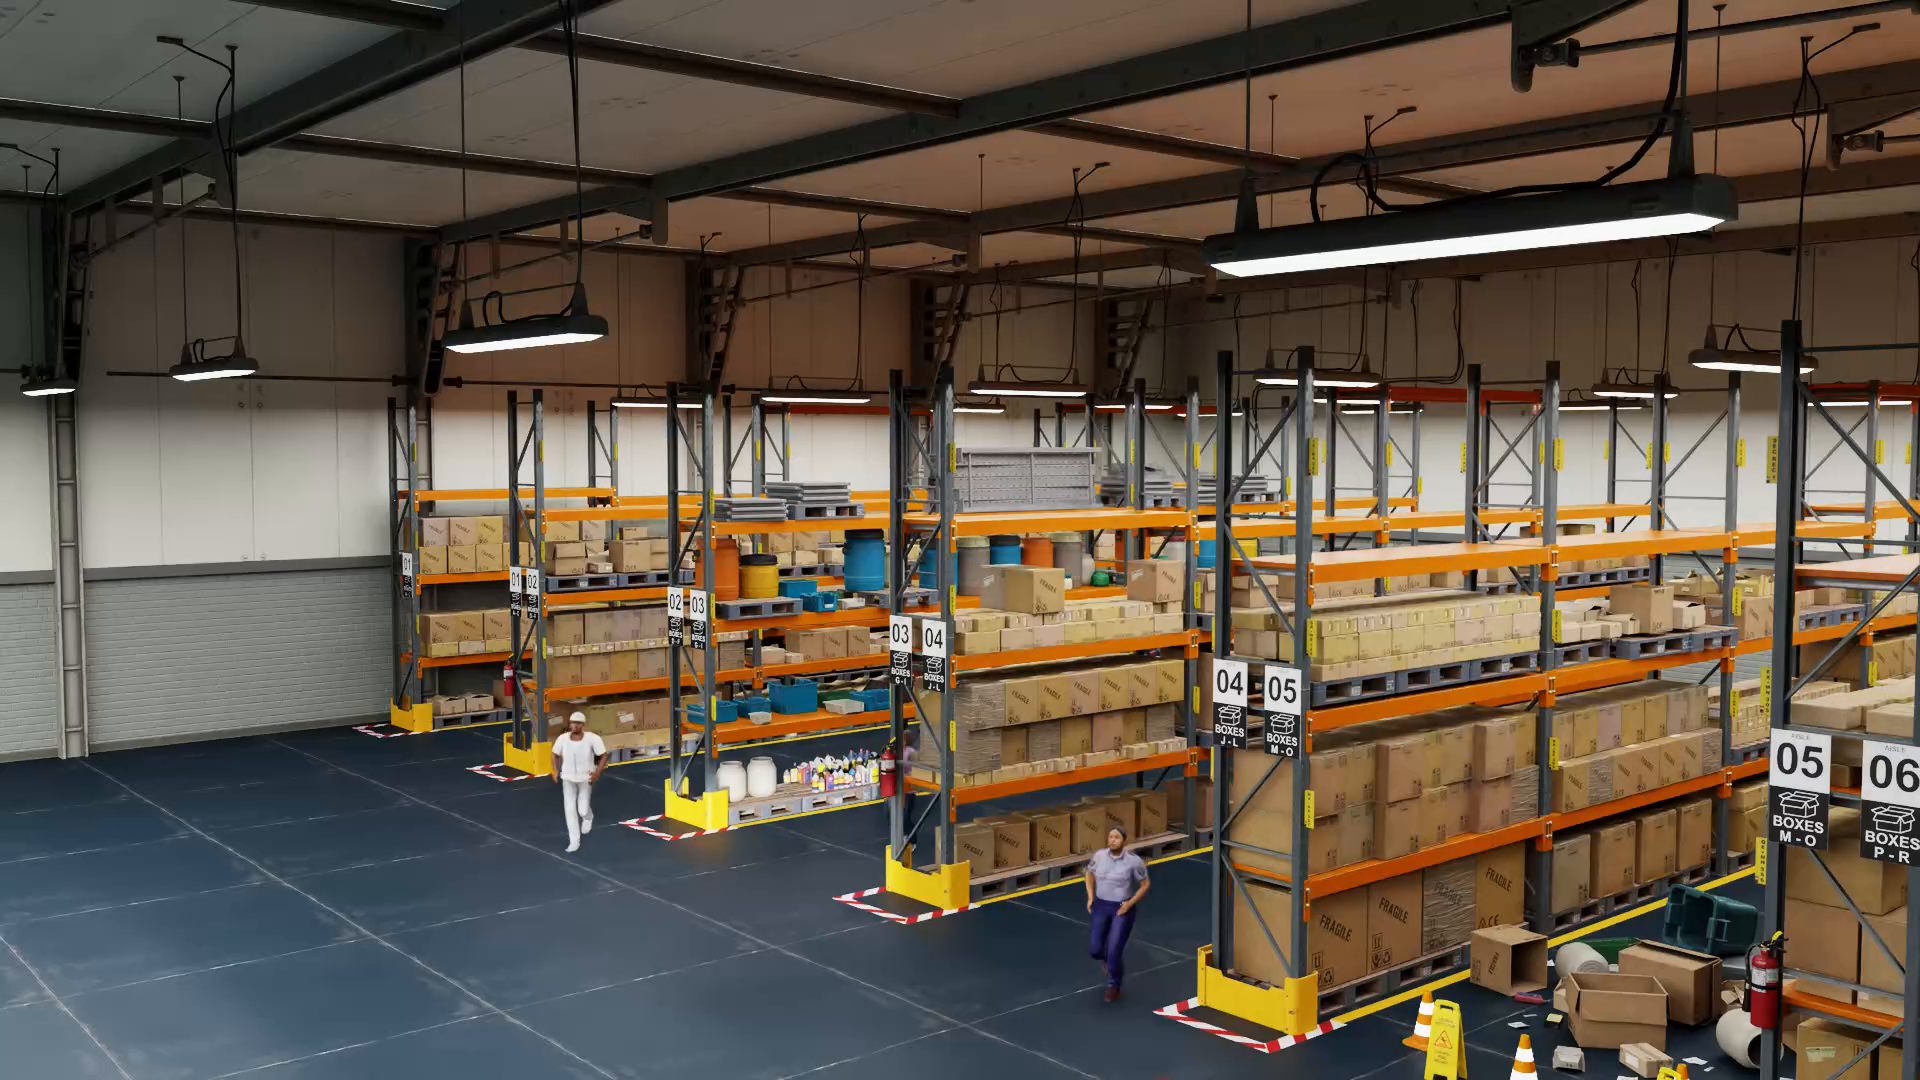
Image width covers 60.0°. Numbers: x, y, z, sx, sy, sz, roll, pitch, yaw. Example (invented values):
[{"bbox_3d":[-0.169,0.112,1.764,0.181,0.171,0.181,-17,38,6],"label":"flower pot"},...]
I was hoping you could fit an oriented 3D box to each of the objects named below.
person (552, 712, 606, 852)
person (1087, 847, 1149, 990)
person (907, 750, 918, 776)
[{"bbox_3d":[-4.887,3.057,21.331,0.695,1.739,0.806,0,3,-4],"label":"person"},{"bbox_3d":[1.464,3.519,15.561,0.608,1.342,0.499,1,4,21],"label":"person"},{"bbox_3d":[-0.706,2.882,20.885,0.522,0.563,0.360,2,4,36],"label":"person"}]
